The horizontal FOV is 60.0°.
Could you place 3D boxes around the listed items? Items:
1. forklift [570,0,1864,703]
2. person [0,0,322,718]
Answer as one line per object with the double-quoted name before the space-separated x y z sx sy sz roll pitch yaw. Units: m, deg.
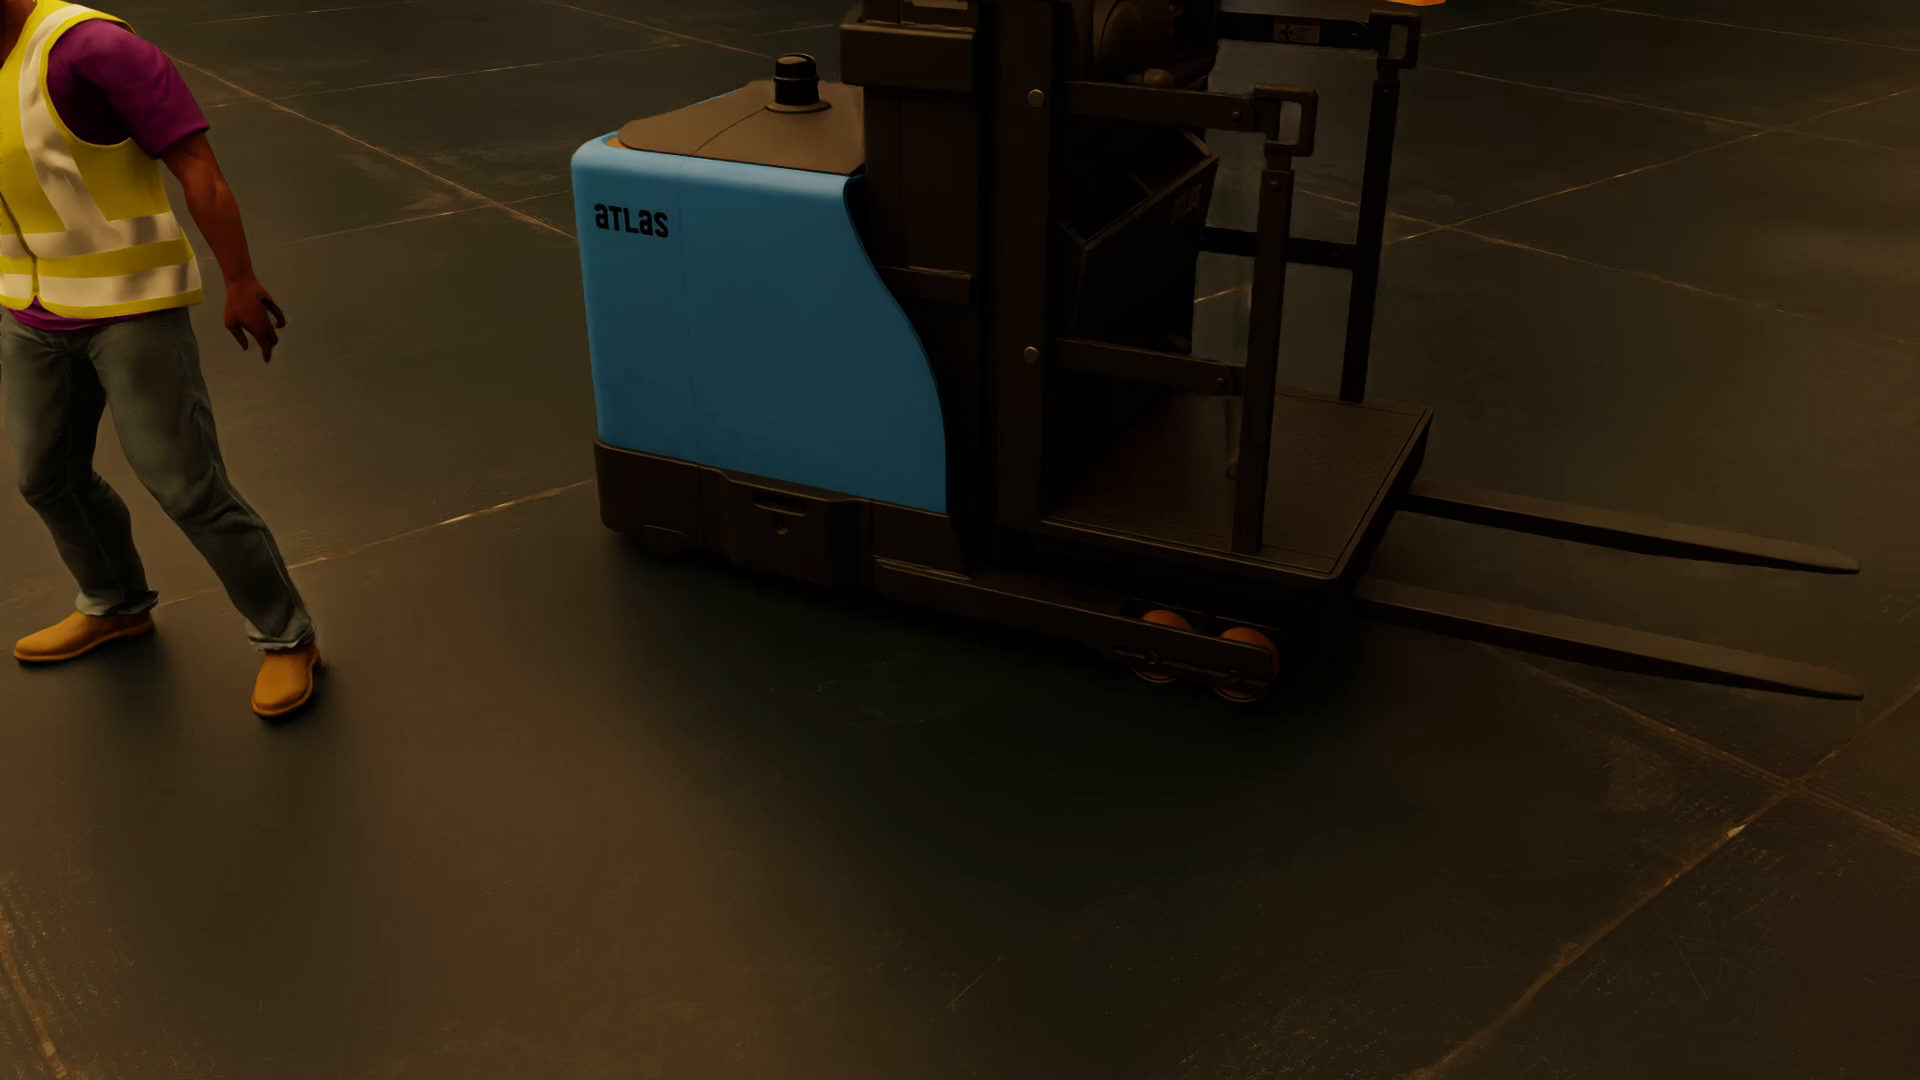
"forklift" 0.596 -1.215 3.652 3.031 2.935 1.130 12 29 22
"person" -1.875 -0.480 3.528 0.906 1.726 0.411 10 28 19
